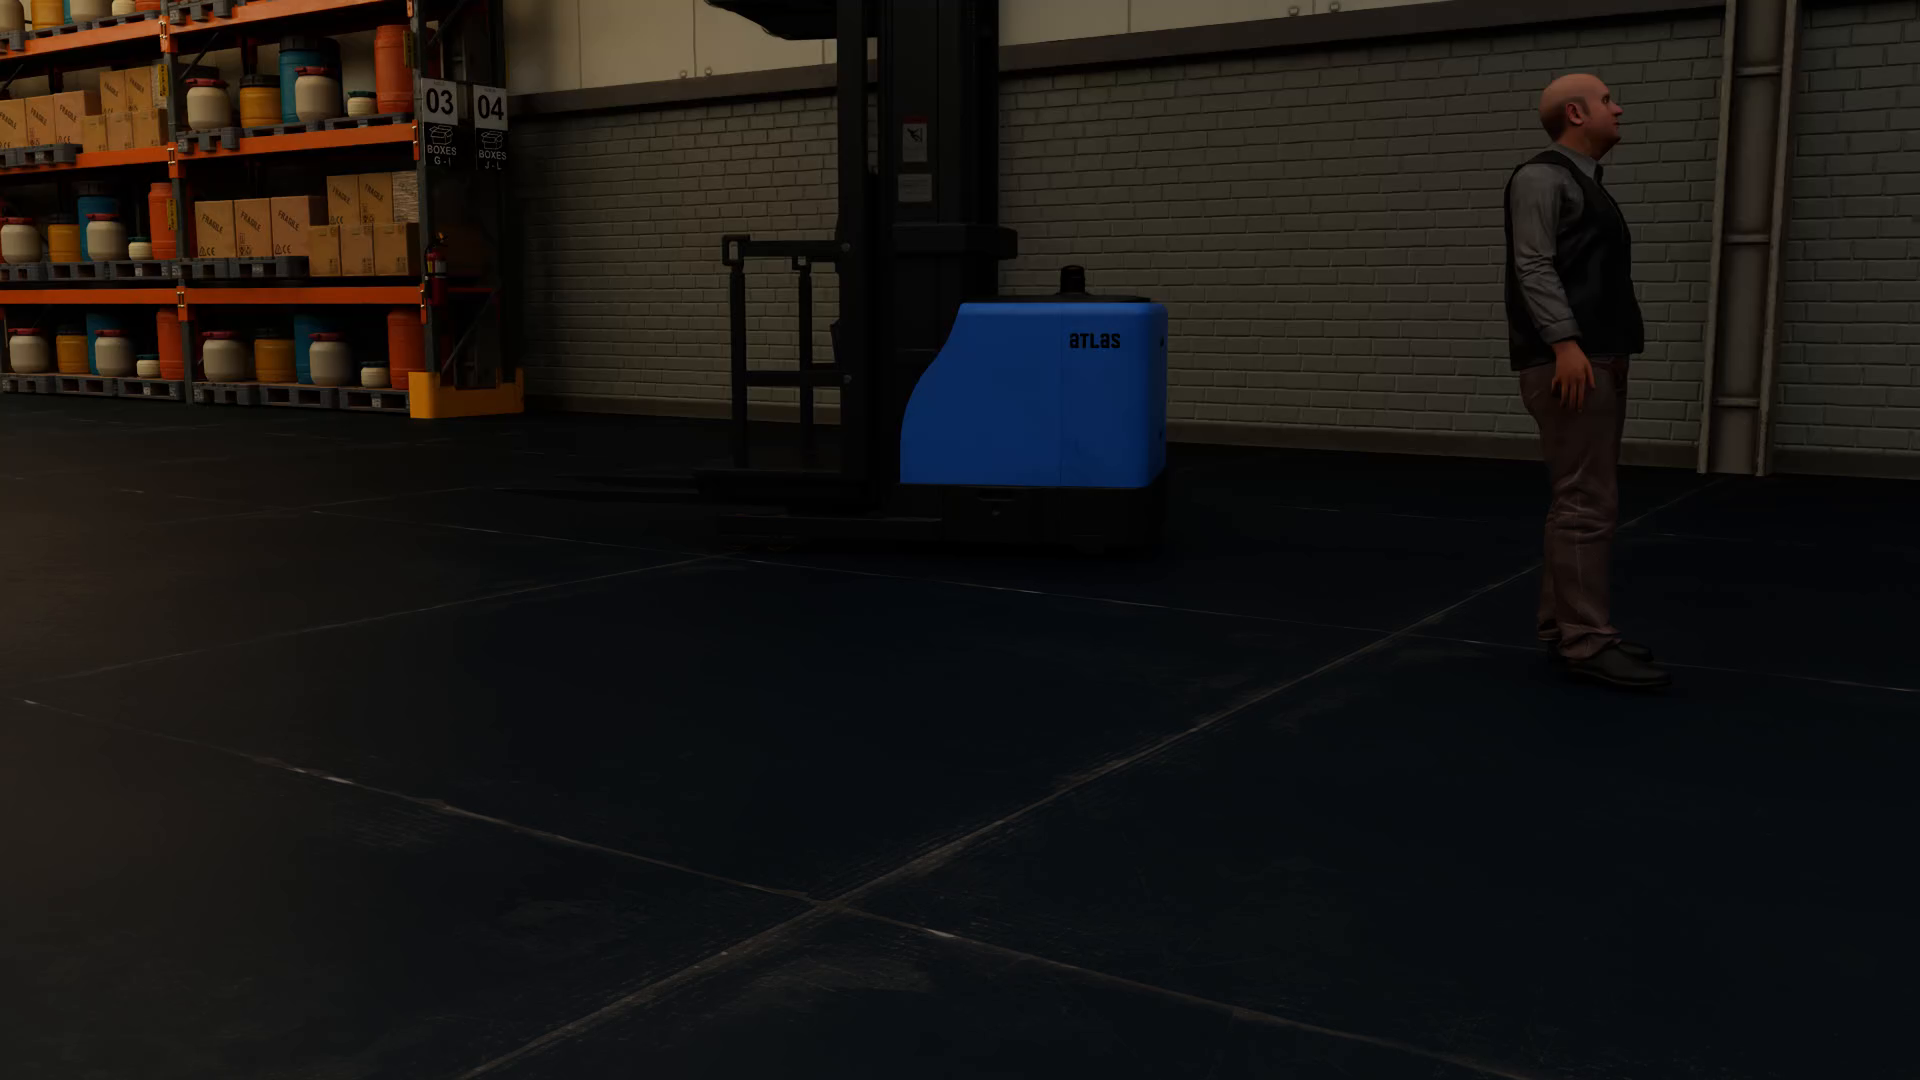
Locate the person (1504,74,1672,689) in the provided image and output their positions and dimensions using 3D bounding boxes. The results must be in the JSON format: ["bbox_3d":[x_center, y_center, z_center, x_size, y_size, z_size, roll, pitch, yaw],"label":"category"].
[{"bbox_3d":[1.869,-0.484,4.839,0.566,1.722,0.634,5,10,33],"label":"person"}]

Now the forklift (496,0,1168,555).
[{"bbox_3d":[-0.596,-1.469,7.520,3.031,2.935,1.130,2,8,12],"label":"forklift"}]
